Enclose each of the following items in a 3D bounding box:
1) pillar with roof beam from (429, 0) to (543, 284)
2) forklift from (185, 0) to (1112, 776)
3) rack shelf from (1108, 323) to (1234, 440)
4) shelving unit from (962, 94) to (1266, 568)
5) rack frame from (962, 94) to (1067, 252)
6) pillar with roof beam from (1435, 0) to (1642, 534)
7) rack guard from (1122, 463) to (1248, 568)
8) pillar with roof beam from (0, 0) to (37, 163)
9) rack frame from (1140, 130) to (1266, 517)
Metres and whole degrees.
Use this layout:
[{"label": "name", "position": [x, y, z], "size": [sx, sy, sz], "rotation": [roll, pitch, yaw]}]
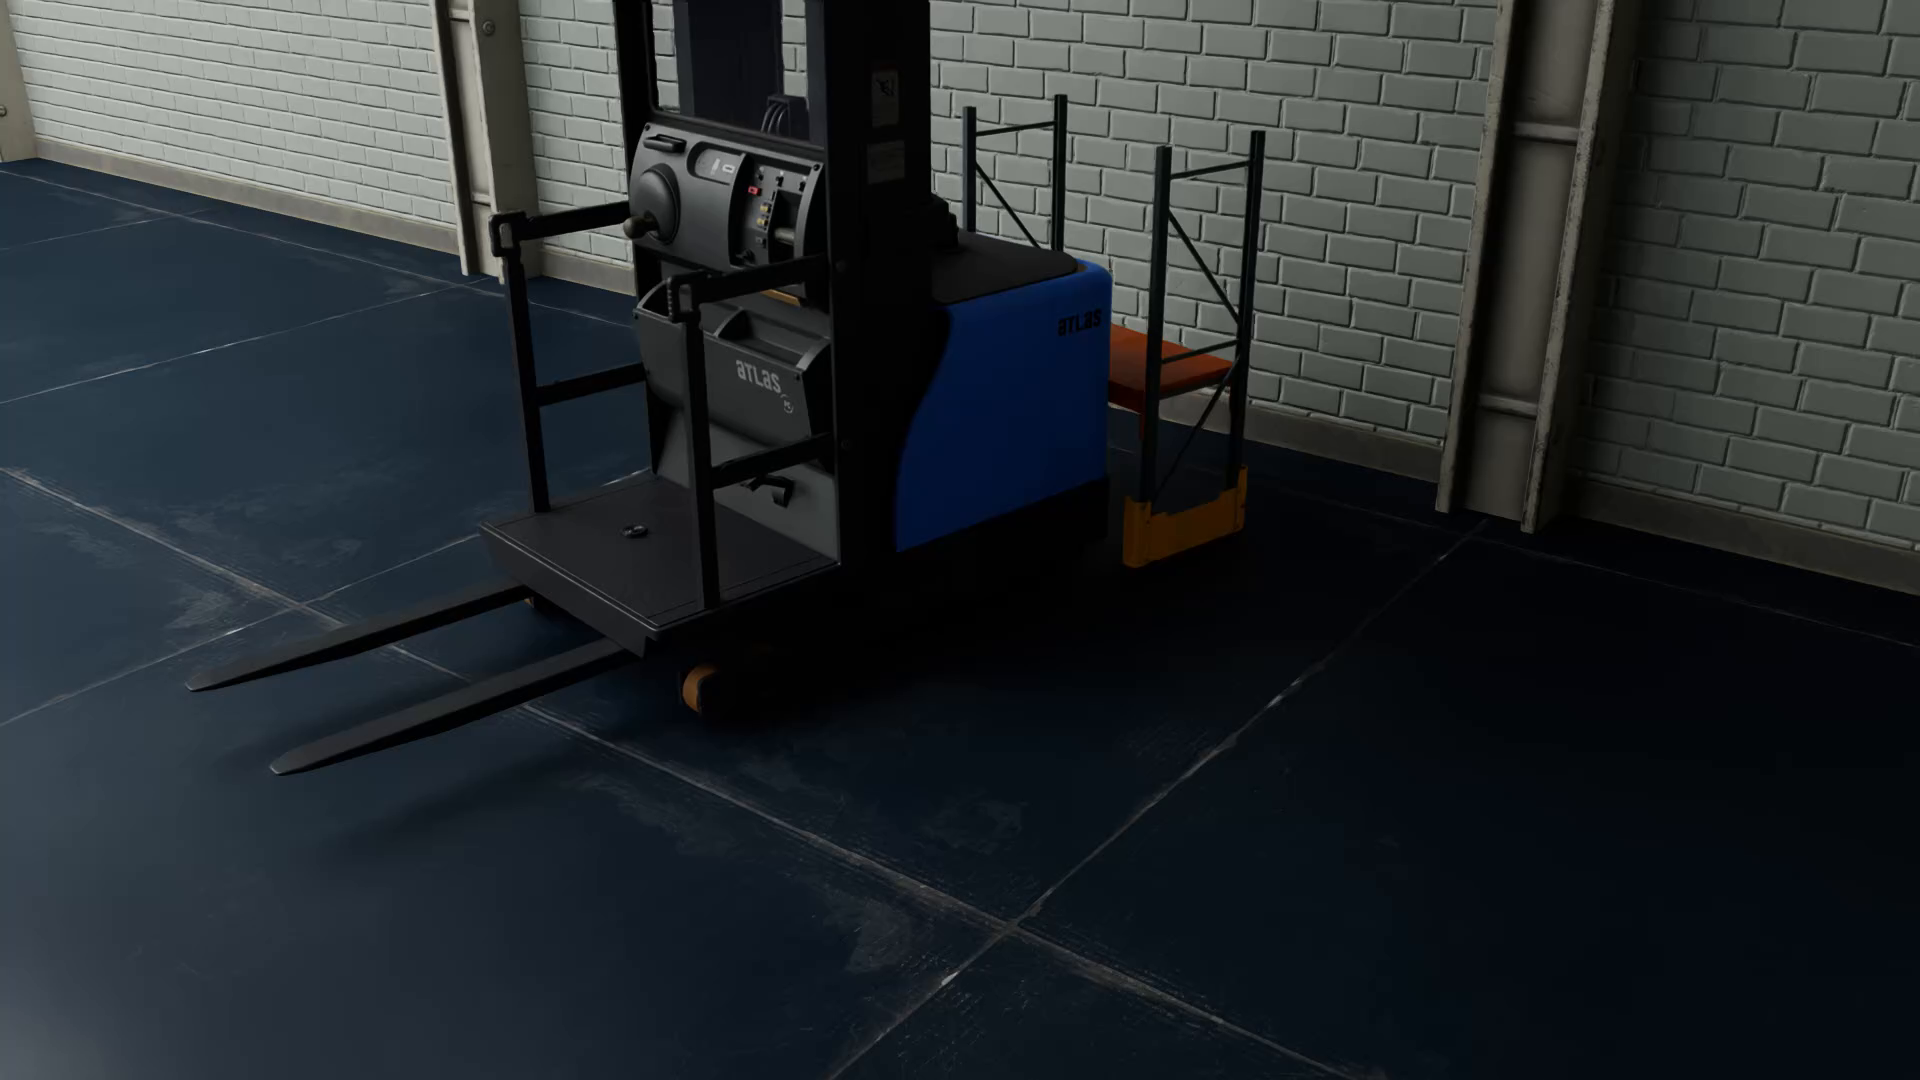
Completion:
[{"label": "pillar with roof beam", "position": [-5.272, -4.299, 4.847], "size": [0.400, 9.000, 9.100], "rotation": [17, 29, 33]}, {"label": "forklift", "position": [-0.883, -1.041, 4.976], "size": [3.031, 2.935, 1.130], "rotation": [-20, 31, -38]}, {"label": "rack shelf", "position": [0.531, -0.659, 6.332], "size": [0.538, 0.185, 1.000], "rotation": [-18, 29, -35]}, {"label": "shelving unit", "position": [0.525, -0.826, 6.266], "size": [0.587, 1.500, 1.083], "rotation": [-18, 29, -35]}, {"label": "rack frame", "position": [0.213, -0.984, 6.622], "size": [0.500, 1.500, 0.032], "rotation": [-18, 29, -35]}, {"label": "pillar with roof beam", "position": [-0.471, -2.848, 1.554], "size": [0.400, 9.000, 9.100], "rotation": [17, 29, 33]}, {"label": "rack guard", "position": [0.837, -0.098, 6.162], "size": [0.587, 0.250, 0.087], "rotation": [-18, 29, -35]}, {"label": "pillar with roof beam", "position": [-10.073, -5.750, 8.140], "size": [0.400, 9.000, 9.100], "rotation": [17, 29, 33]}, {"label": "rack frame", "position": [0.849, -0.664, 5.896], "size": [0.500, 1.500, 0.032], "rotation": [-18, 29, -35]}]
